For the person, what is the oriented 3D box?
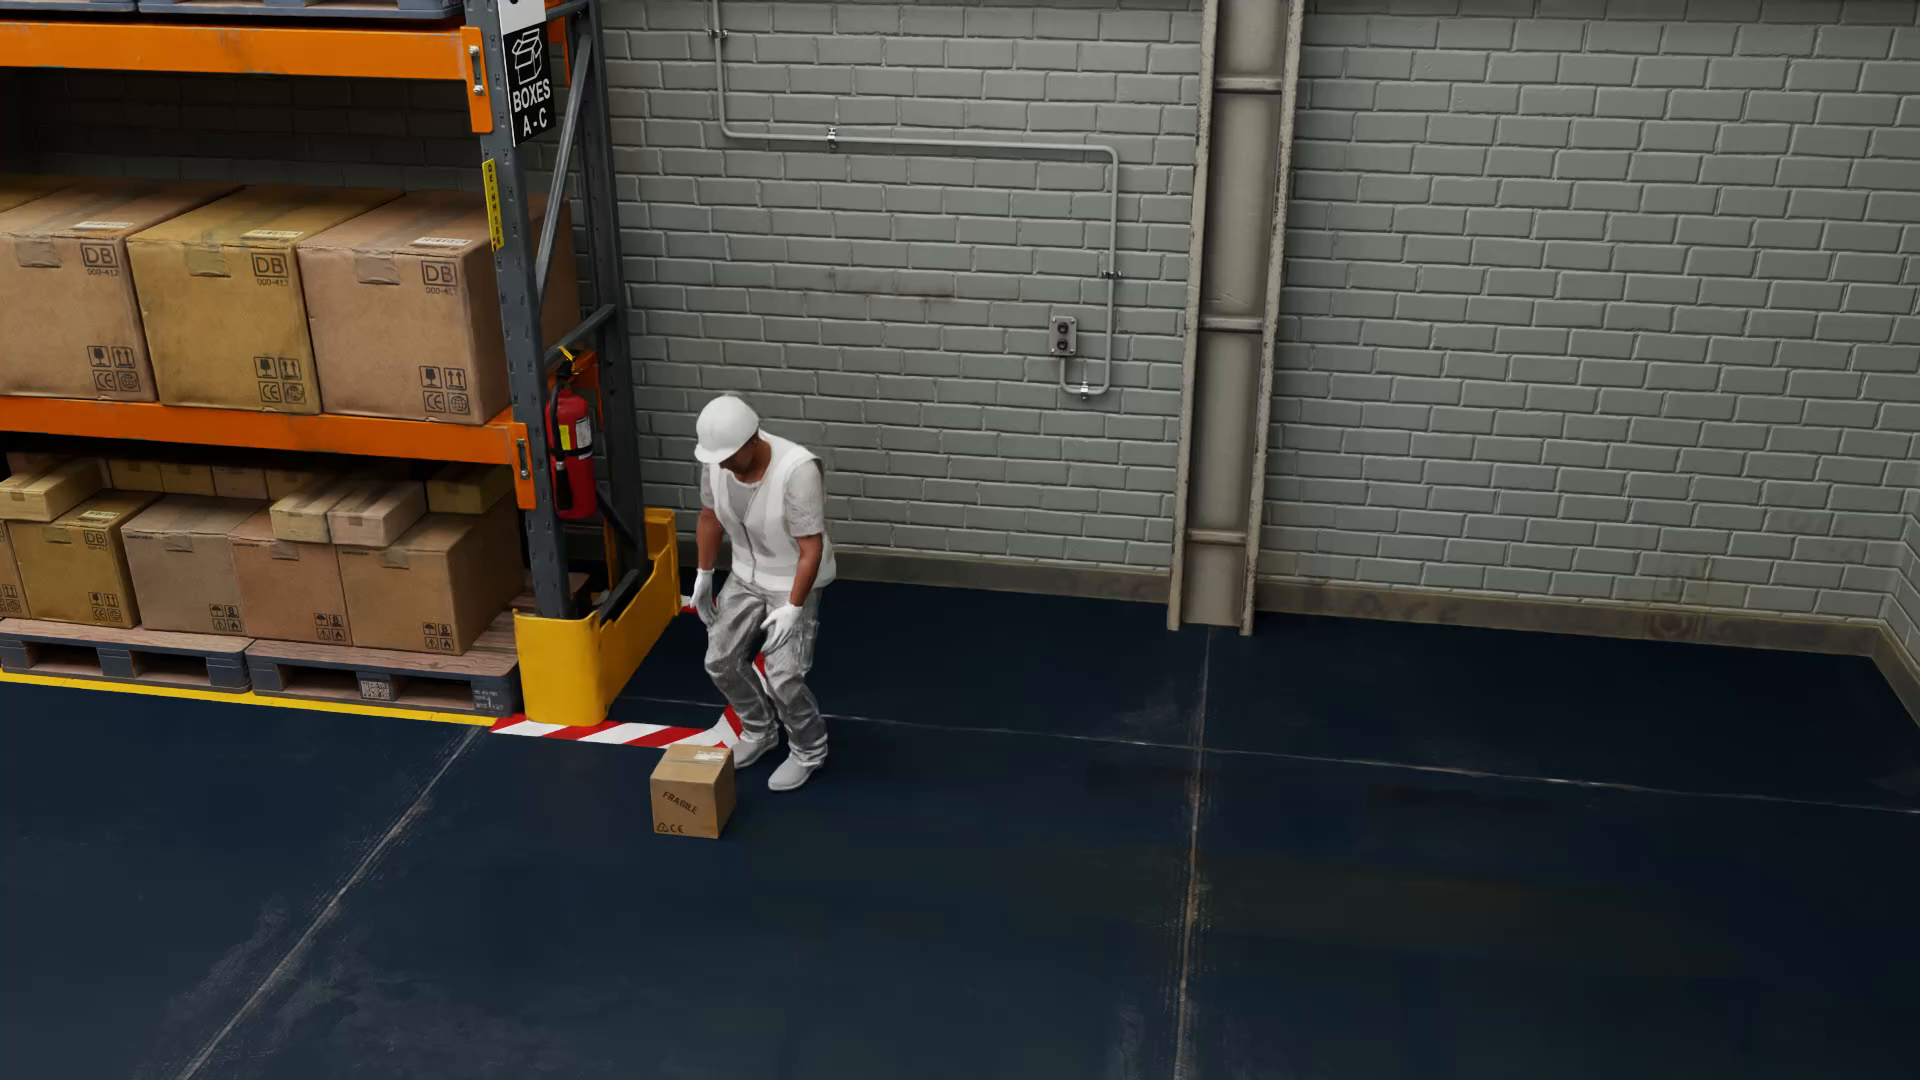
[{"bbox_3d":[-0.735,0.185,6.350,0.594,1.644,0.584,18,30,34],"label":"person"}]
